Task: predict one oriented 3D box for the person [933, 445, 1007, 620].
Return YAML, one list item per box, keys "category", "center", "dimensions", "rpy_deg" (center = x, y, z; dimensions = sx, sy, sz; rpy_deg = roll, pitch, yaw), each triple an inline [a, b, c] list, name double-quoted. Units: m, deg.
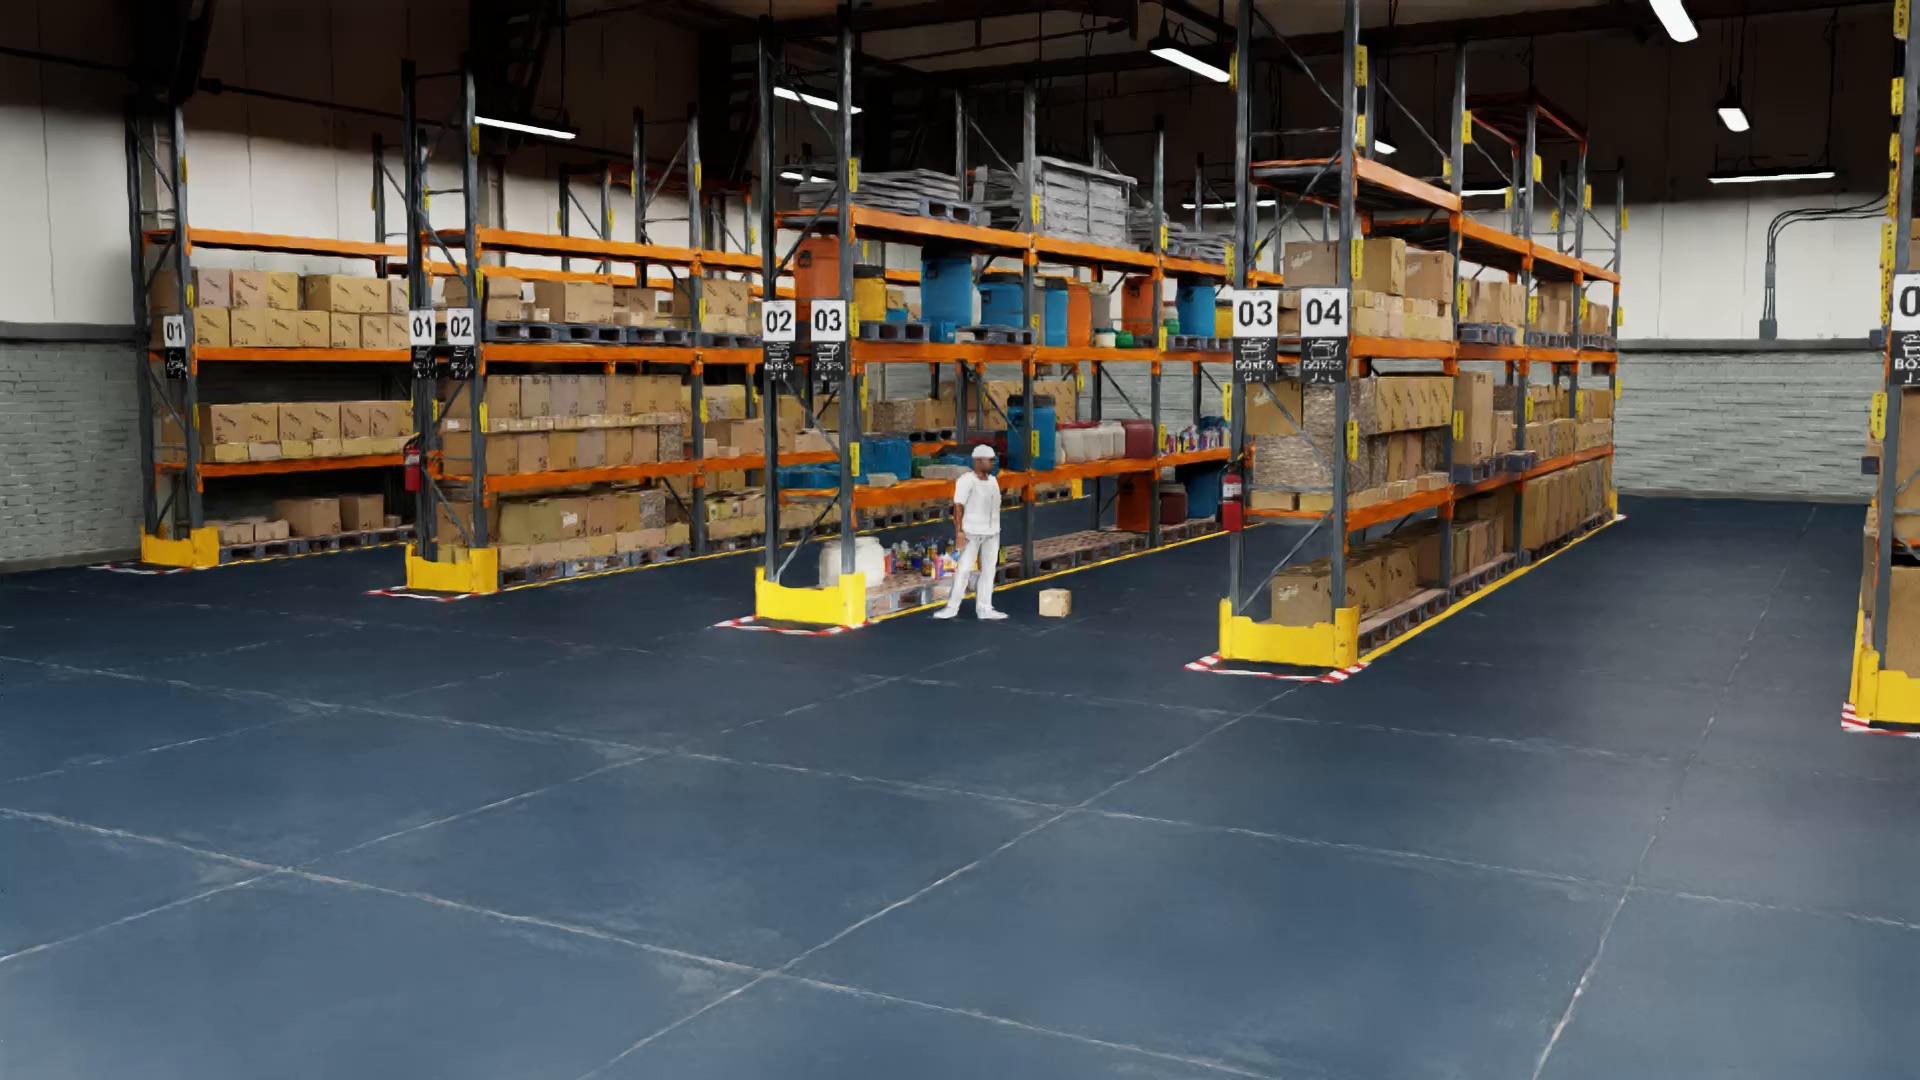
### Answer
- category: "person"
  center: [0.106, -0.069, 16.721]
  dimensions: [0.706, 1.772, 0.474]
  rpy_deg: [-5, 8, -39]
